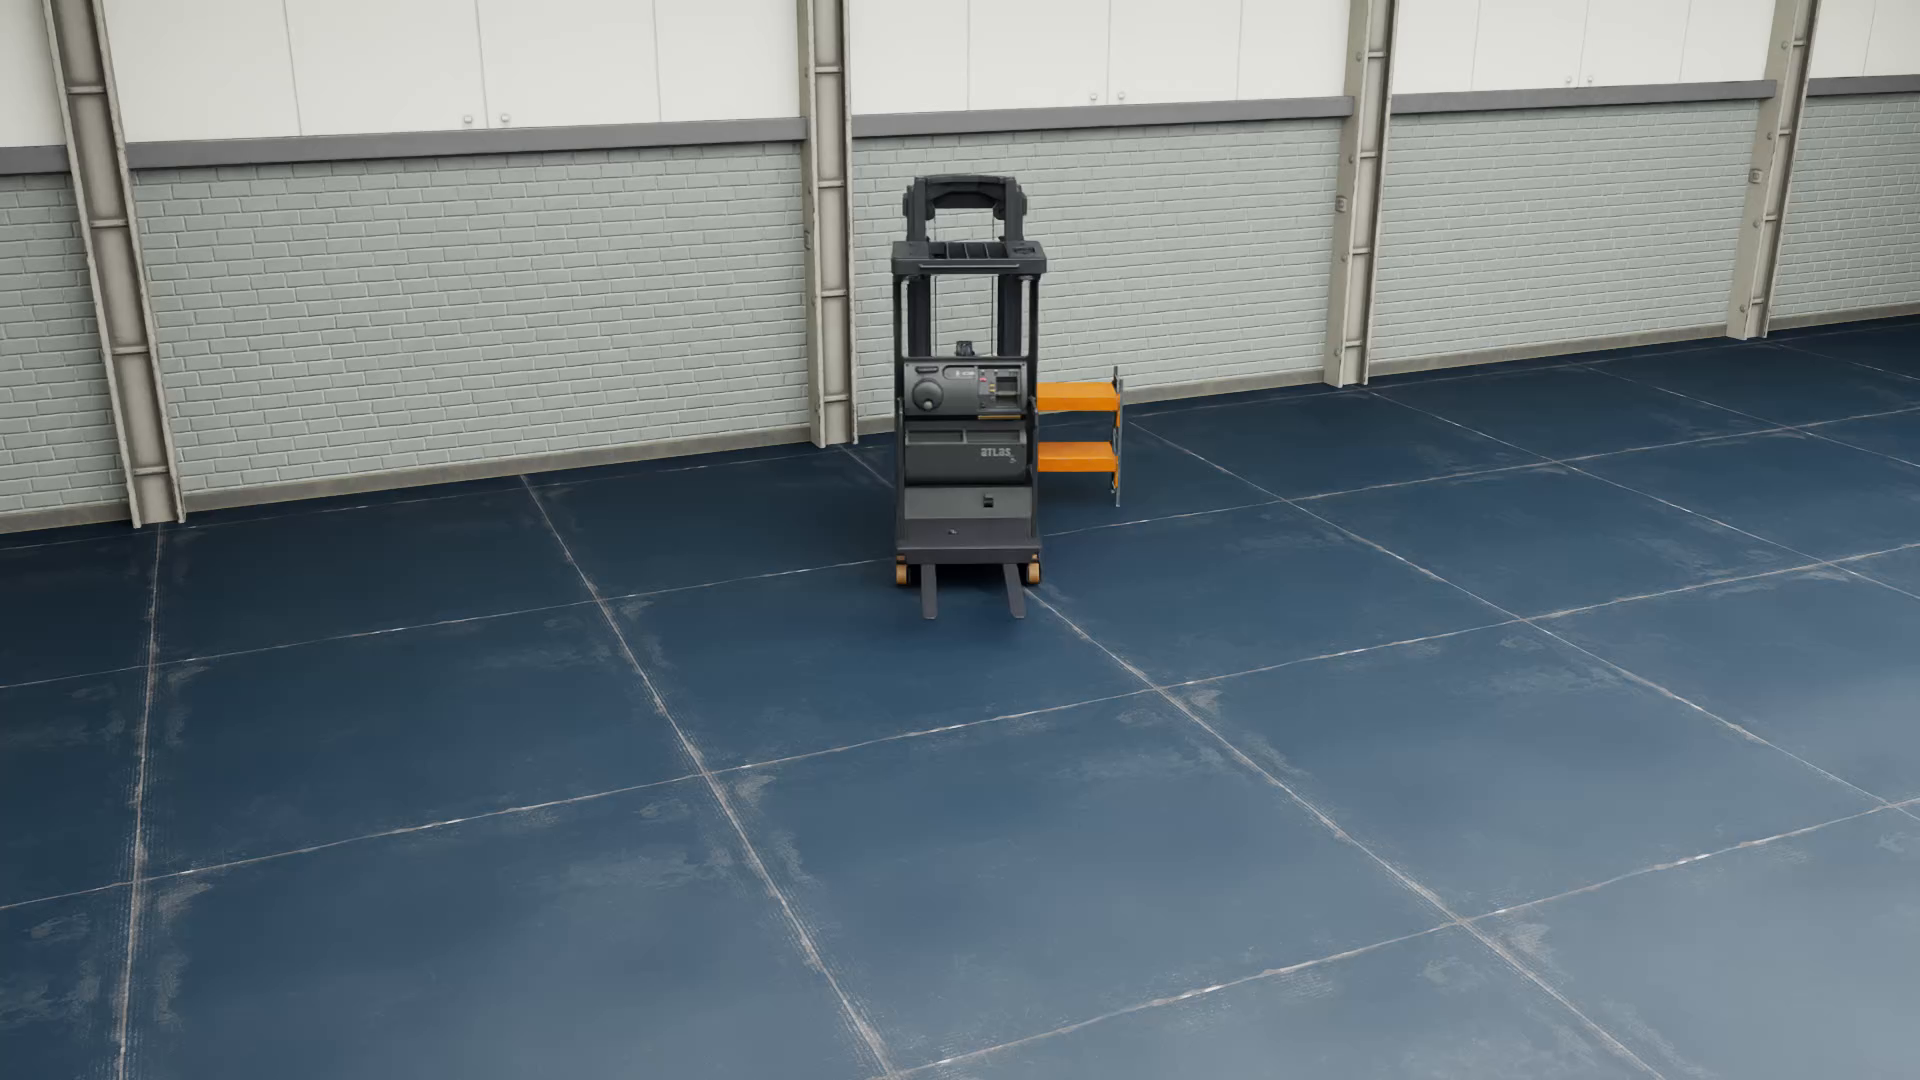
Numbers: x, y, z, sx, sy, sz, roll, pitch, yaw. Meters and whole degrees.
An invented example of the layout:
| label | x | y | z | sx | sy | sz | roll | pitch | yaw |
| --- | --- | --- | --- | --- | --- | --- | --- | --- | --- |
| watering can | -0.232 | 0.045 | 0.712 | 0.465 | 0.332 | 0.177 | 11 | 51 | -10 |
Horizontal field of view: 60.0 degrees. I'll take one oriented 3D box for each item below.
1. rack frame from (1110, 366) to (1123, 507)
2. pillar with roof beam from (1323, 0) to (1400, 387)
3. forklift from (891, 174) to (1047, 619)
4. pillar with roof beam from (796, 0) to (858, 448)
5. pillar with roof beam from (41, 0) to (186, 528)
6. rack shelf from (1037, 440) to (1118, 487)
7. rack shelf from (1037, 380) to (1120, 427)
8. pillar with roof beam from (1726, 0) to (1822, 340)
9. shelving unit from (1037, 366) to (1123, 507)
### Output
| label | x | y | z | sx | sy | sz | roll | pitch | yaw |
| --- | --- | --- | --- | --- | --- | --- | --- | --- | --- |
| rack frame | 1.354 | -0.900 | 14.386 | 0.032 | 1.125 | 0.500 | 0 | 19 | -1 |
| pillar with roof beam | 5.985 | -4.681 | 13.267 | 0.400 | 9.000 | 9.100 | -8 | 21 | -22 |
| forklift | 0.051 | -1.143 | 12.356 | 1.130 | 2.935 | 3.031 | -1 | 19 | -2 |
| pillar with roof beam | 0.475 | -3.892 | 11.025 | 0.400 | 9.000 | 9.100 | -8 | 21 | -22 |
| pillar with roof beam | -5.034 | -3.102 | 8.783 | 0.400 | 9.000 | 9.100 | -8 | 21 | -22 |
| rack shelf | 0.846 | -0.668 | 14.461 | 1.000 | 0.278 | 0.538 | 0 | 19 | -1 |
| rack shelf | 0.846 | -1.174 | 14.282 | 1.000 | 0.278 | 0.538 | 0 | 19 | -1 |
| pillar with roof beam | 11.494 | -5.470 | 15.508 | 0.400 | 9.000 | 9.100 | -8 | 21 | -22 |
| shelving unit | 0.846 | -0.898 | 14.379 | 1.048 | 1.125 | 0.538 | 0 | 19 | -1 |
